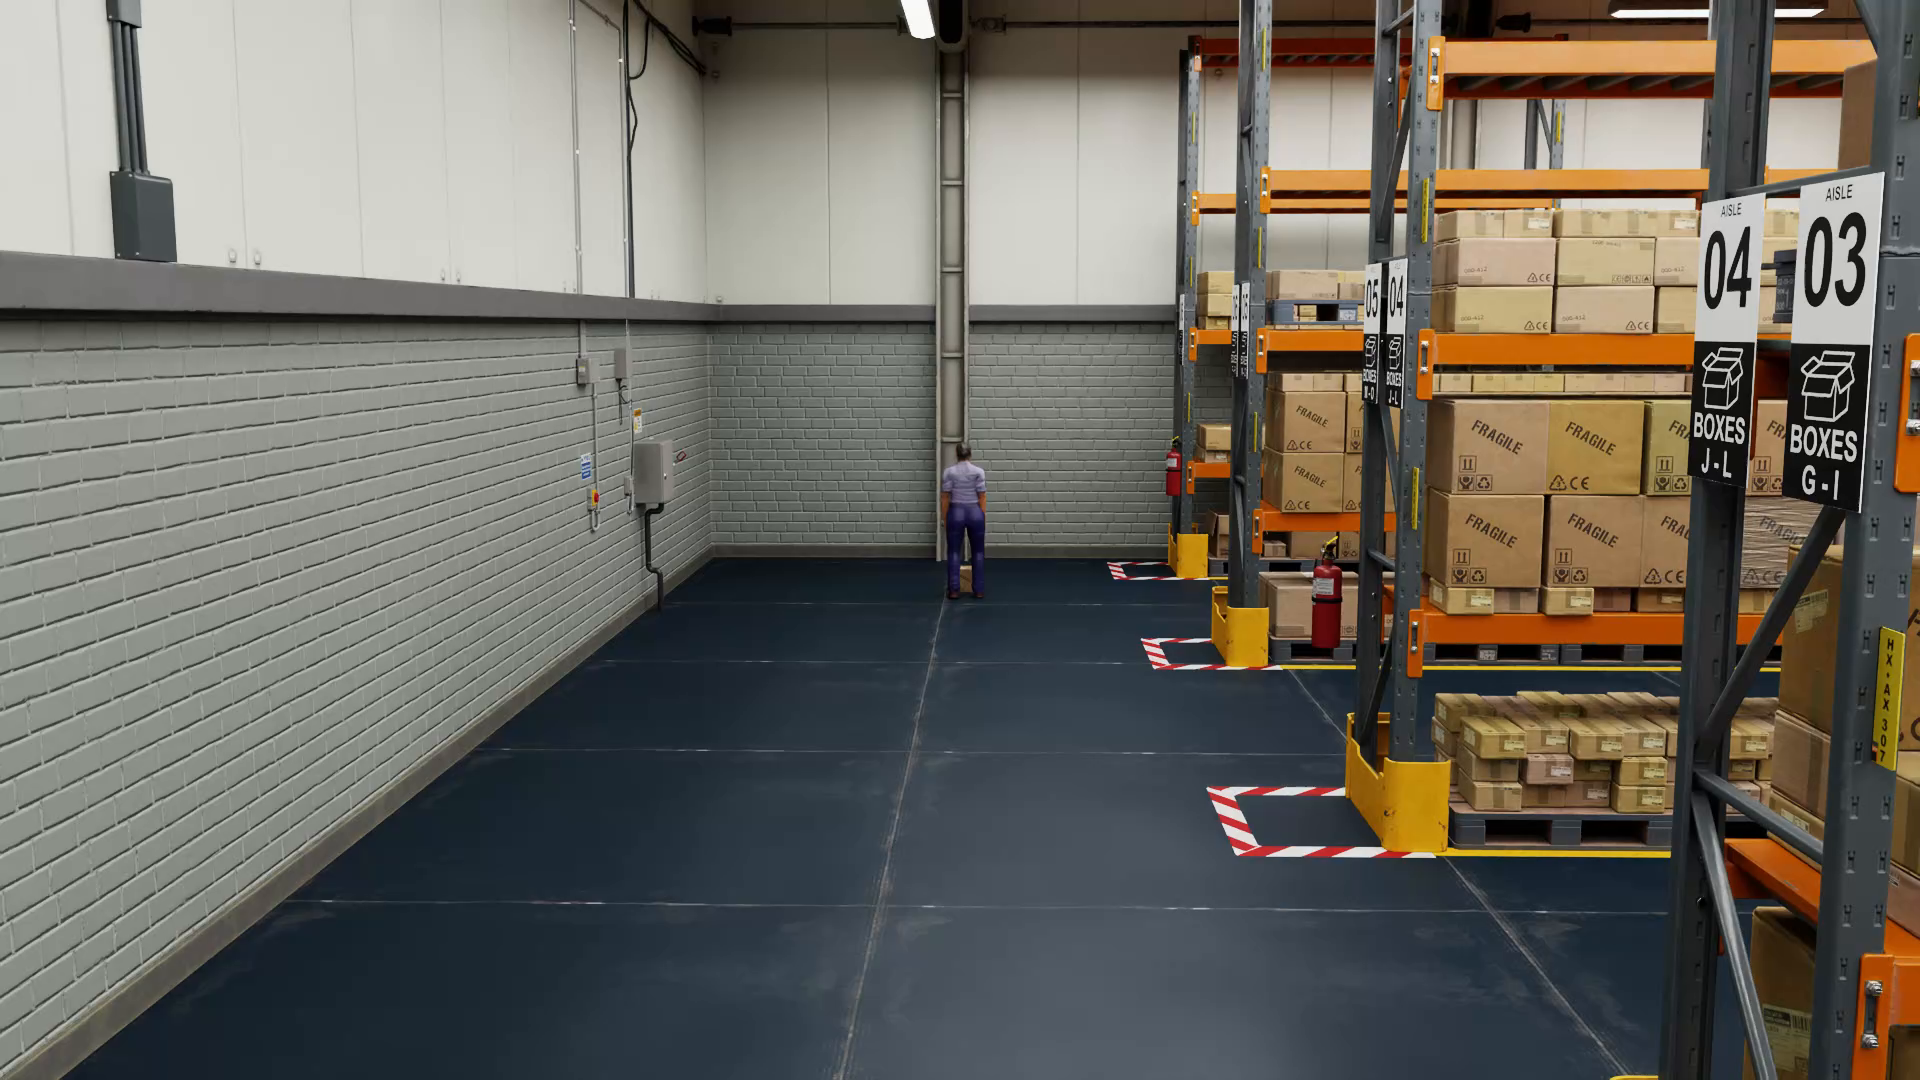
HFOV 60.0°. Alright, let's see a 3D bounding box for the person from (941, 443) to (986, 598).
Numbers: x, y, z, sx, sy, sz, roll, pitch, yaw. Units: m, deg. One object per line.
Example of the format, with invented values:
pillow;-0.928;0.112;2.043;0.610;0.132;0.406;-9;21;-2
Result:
person;0.037;-0.203;17.470;0.474;1.640;0.312;0;7;2
